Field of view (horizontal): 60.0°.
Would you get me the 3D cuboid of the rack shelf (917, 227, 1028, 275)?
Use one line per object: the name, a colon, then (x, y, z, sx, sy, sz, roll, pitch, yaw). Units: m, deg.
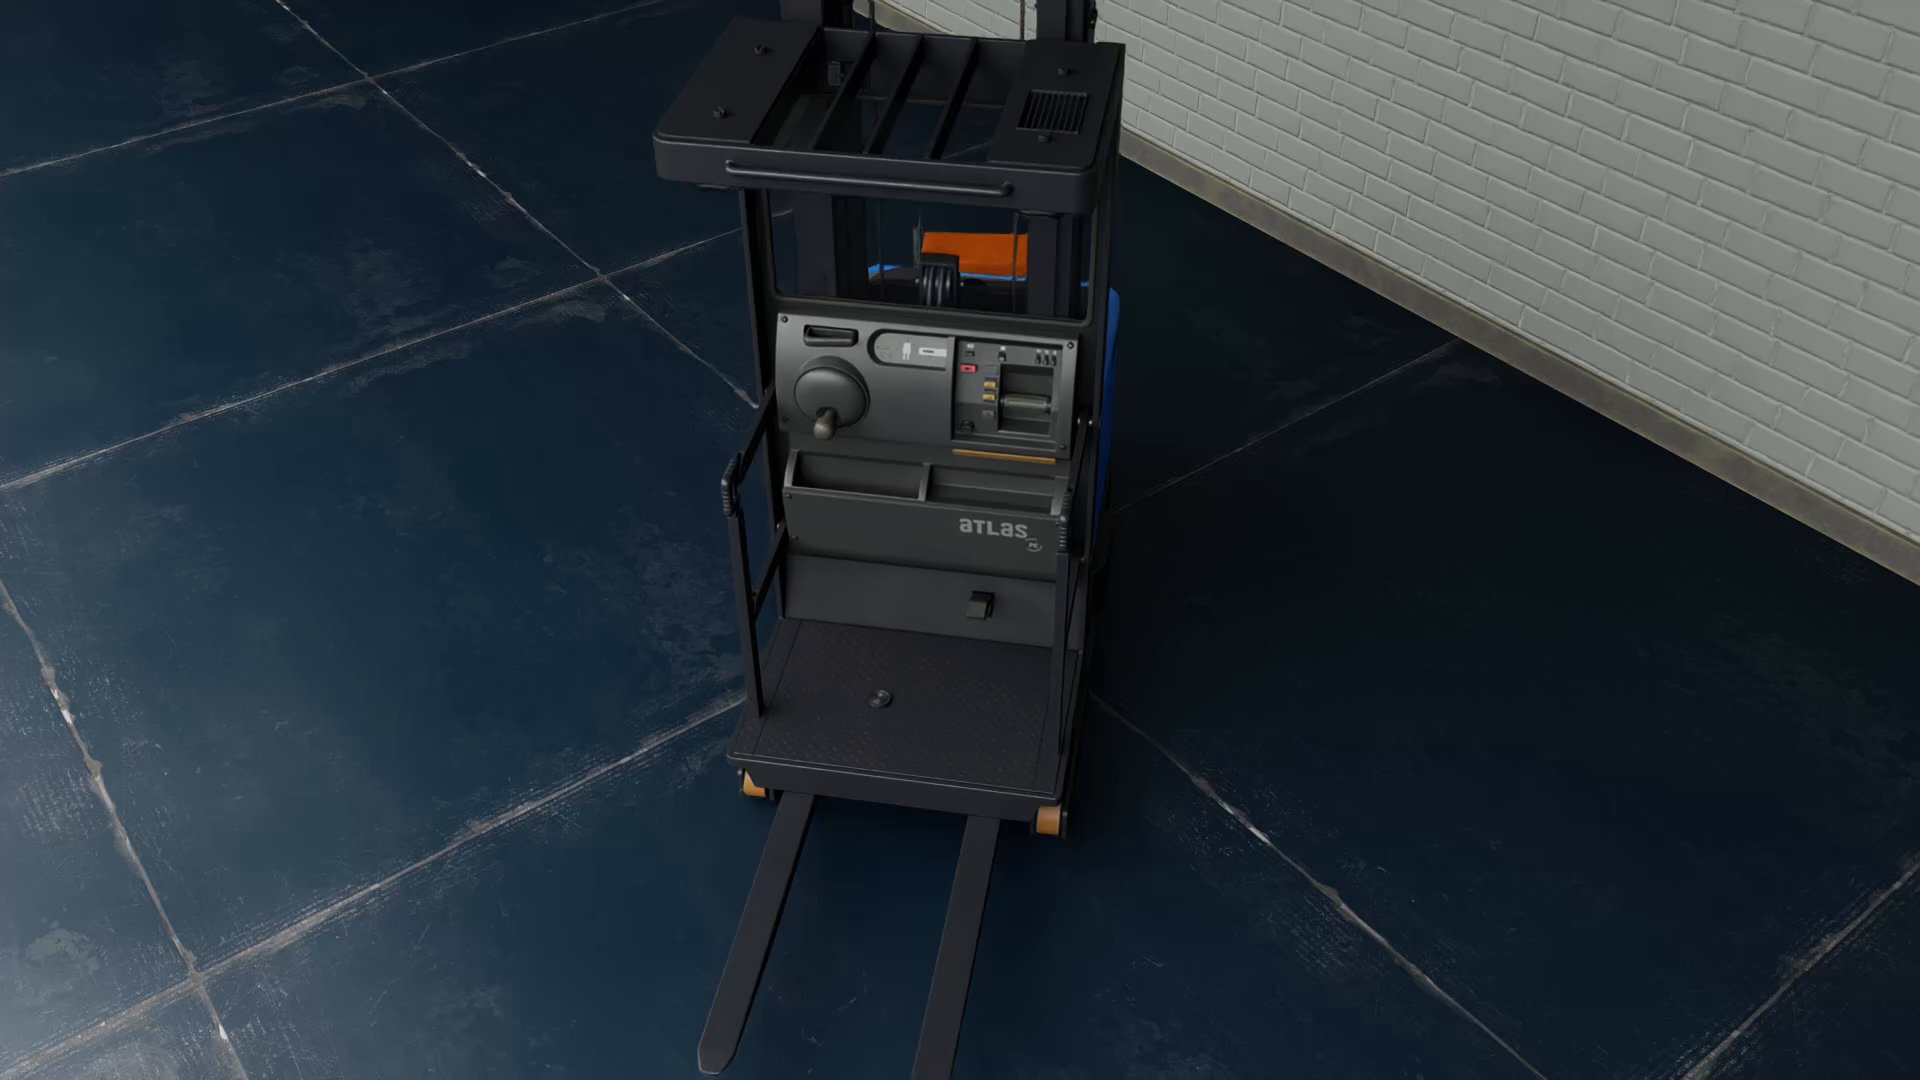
rack shelf: (0.083, -1.091, 6.514, 0.480, 0.148, 0.258, 3, 39, 3)

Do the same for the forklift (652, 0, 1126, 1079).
forklift: (-0.141, -0.400, 4.927, 1.130, 2.935, 3.031, 6, 40, 7)

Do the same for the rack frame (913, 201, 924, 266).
rack frame: (-0.160, -0.799, 6.778, 0.015, 1.200, 0.240, 3, 39, 3)

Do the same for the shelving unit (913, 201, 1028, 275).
shelving unit: (0.083, -0.787, 6.763, 0.503, 1.200, 0.258, 3, 39, 3)
